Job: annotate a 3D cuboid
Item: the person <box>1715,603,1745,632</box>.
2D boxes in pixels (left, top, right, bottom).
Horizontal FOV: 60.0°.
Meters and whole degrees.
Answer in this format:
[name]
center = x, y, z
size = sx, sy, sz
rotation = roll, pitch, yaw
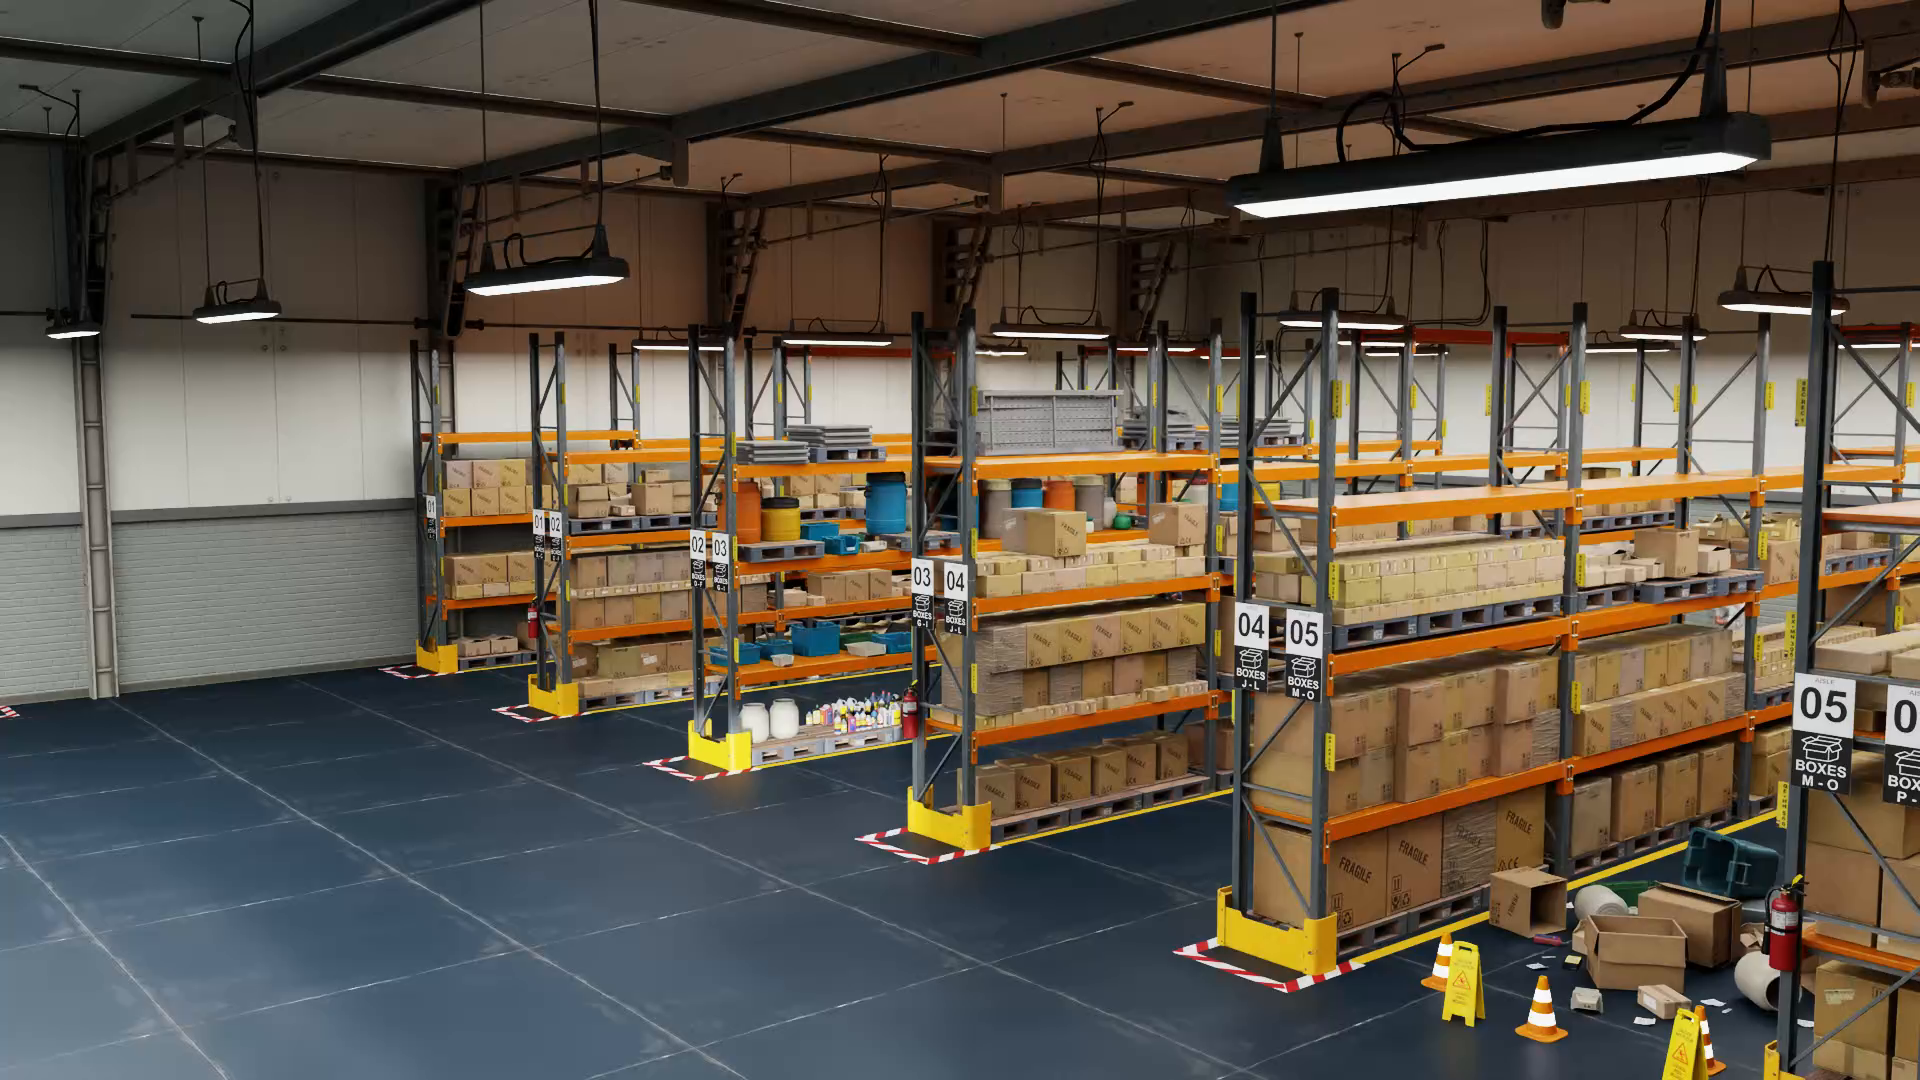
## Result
[person]
center = 13.488, 1.646, 28.968
size = 0.691, 1.733, 0.784
rotation = -1, 5, -9
